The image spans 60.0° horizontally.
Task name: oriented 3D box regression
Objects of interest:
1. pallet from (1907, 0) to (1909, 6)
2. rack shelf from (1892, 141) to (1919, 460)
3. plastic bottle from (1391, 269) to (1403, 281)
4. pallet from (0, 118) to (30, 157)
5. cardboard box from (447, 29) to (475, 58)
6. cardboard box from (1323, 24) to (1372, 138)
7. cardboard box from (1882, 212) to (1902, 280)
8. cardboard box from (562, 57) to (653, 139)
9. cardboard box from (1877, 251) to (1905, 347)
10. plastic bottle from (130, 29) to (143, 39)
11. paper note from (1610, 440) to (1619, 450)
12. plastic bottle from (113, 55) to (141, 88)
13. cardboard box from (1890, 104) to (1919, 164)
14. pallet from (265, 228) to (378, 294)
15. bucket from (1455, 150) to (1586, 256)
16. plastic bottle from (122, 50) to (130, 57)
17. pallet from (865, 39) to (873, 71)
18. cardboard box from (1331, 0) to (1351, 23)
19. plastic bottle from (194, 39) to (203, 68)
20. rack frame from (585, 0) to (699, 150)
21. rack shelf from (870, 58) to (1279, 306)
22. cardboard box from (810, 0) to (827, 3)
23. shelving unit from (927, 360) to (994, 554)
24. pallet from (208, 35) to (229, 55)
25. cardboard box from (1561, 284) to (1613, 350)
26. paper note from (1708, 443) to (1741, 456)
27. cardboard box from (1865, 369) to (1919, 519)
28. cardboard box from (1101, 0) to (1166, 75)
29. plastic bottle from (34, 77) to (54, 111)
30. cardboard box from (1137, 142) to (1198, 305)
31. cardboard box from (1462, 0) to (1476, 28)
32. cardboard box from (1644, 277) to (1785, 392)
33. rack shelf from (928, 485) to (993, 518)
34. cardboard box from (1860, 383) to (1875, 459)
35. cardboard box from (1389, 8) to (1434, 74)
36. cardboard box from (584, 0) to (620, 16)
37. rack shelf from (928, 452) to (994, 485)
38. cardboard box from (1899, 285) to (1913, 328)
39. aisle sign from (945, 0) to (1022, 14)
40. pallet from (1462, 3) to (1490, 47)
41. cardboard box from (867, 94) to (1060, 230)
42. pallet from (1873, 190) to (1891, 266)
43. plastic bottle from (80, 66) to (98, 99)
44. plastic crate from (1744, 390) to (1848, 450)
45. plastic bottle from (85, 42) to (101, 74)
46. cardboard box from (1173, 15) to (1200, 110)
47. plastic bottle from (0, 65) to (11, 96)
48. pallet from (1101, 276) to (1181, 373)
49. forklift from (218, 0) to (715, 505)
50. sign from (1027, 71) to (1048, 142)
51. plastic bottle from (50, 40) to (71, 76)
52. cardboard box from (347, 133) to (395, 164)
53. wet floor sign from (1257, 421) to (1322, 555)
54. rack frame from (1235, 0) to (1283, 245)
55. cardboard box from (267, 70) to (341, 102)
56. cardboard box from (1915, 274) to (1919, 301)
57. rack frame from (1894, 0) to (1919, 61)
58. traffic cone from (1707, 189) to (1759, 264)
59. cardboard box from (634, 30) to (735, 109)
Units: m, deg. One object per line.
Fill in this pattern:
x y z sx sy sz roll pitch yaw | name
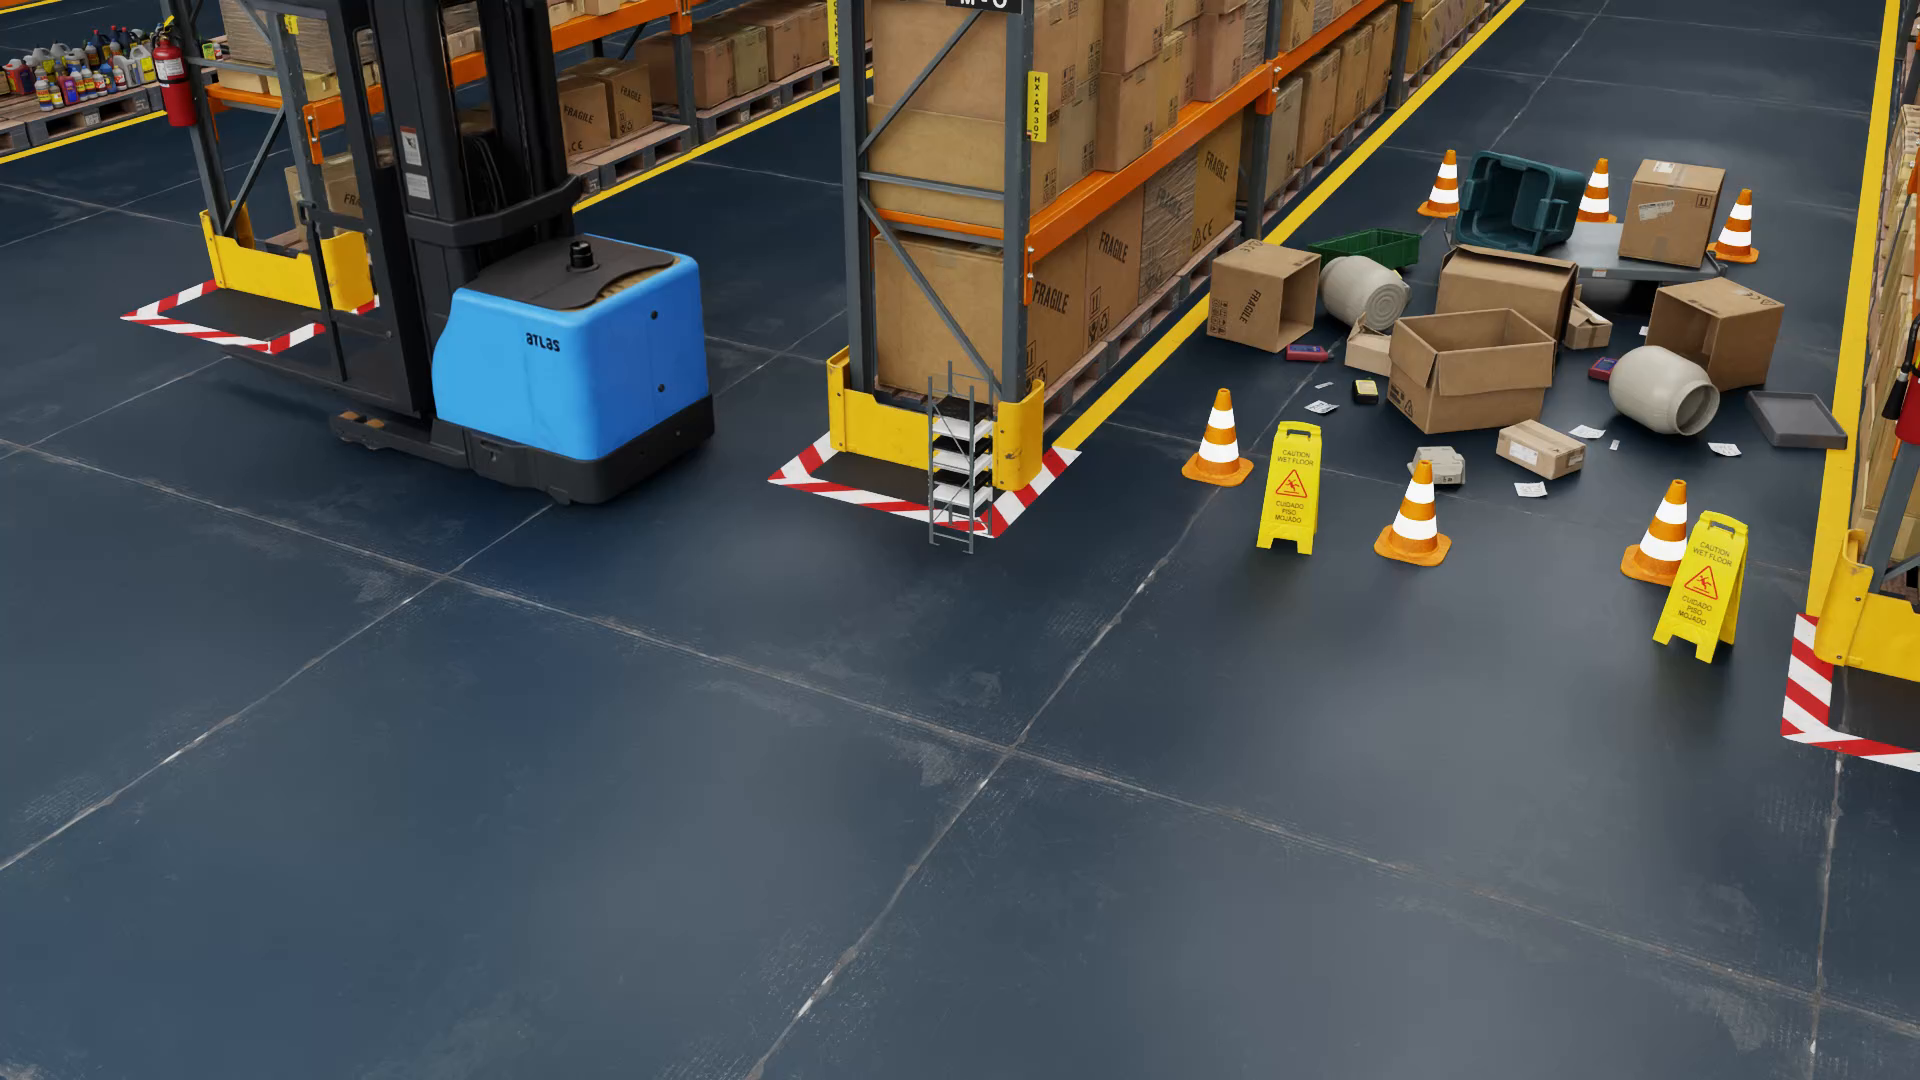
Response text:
11.320 -6.197 18.830 1.003 0.211 1.213 14 33 23 | pallet
5.237 -1.260 8.155 1.077 0.370 4.000 14 33 23 | rack shelf
2.913 -1.798 11.320 0.133 0.061 0.283 -1 30 -3 | plastic bottle
-8.538 -3.251 13.700 1.003 0.211 1.213 14 33 23 | pallet
-3.590 -3.453 11.503 0.380 0.149 0.250 14 33 23 | cardboard box
2.765 -3.879 13.830 1.050 0.750 0.750 15 33 24 | cardboard box
6.385 -1.735 10.476 0.950 0.372 0.625 15 33 24 | cardboard box
-2.892 -3.637 13.660 0.500 0.500 0.500 13 32 22 | cardboard box
5.406 -1.334 9.146 0.500 0.500 0.500 16 33 25 | cardboard box
-7.741 -4.649 15.627 0.152 0.276 0.135 16 33 25 | plastic bottle
3.605 -0.524 9.152 0.032 0.001 0.123 14 33 23 | paper note
-7.432 -4.190 14.828 0.152 0.276 0.135 15 33 24 | plastic bottle
7.704 -3.027 12.725 0.950 0.372 0.625 12 32 20 | cardboard box
-4.060 -2.110 11.713 1.003 0.211 1.213 14 33 23 | pallet
3.686 -2.193 10.818 0.620 0.611 0.726 -14 31 -42 | bucket
-7.457 -4.276 14.970 0.061 0.283 0.133 14 33 23 | plastic bottle
-1.209 -4.925 16.614 1.003 0.211 1.213 14 33 23 | pallet
2.634 -4.198 12.447 0.500 0.500 0.500 14 33 23 | cardboard box
-7.120 -4.522 15.330 0.144 0.351 0.185 13 32 22 | plastic bottle
-2.674 -4.707 13.435 1.000 3.000 0.127 14 33 23 | rack frame
0.784 -2.338 10.032 1.077 0.370 4.000 14 33 23 | rack shelf
-1.380 -5.037 16.077 0.700 0.500 0.500 12 32 19 | cardboard box
0.004 -0.394 8.032 0.258 0.900 0.210 14 33 23 | shelving unit
-6.760 -4.978 16.707 1.003 0.211 1.213 14 33 23 | pallet
3.866 -1.399 10.420 0.258 0.266 0.396 -7 31 -11 | cardboard box
4.186 -0.503 9.094 0.142 0.019 0.148 4 30 6 | paper note
4.459 -0.415 7.547 0.500 0.500 0.500 15 33 24 | cardboard box
0.621 -2.935 9.114 0.875 0.550 0.550 14 33 23 | cardboard box
-7.802 -3.798 14.150 0.097 0.271 0.097 0 30 0 | plastic bottle
0.940 -2.134 10.667 0.875 0.875 0.875 15 33 24 | cardboard box
4.993 -5.569 17.024 0.500 0.500 0.500 13 33 22 | cardboard box
4.449 -1.210 9.852 0.500 0.500 0.500 -12 32 -20 | cardboard box
0.004 -0.209 8.138 0.258 0.077 0.200 14 33 23 | rack shelf
4.931 -0.556 8.545 0.500 0.250 0.500 13 32 22 | cardboard box
4.067 -4.664 15.448 0.500 0.500 0.500 13 32 21 | cardboard box
-2.814 -4.094 12.620 0.380 0.149 0.250 14 33 23 | cardboard box
0.004 -0.365 8.049 0.258 0.077 0.200 14 33 23 | rack shelf
4.805 -1.101 8.091 0.380 0.149 0.250 16 33 25 | cardboard box
0.108 -2.792 7.489 0.394 0.787 0.004 14 33 23 | aisle sign
4.987 -5.529 17.666 1.003 0.211 1.213 14 33 23 | pallet
0.002 -2.004 8.576 0.875 0.550 0.550 14 33 23 | cardboard box
7.056 -2.138 11.761 1.003 0.211 1.213 14 33 23 | pallet
-7.600 -3.994 14.492 0.097 0.271 0.097 0 30 0 | plastic bottle
4.703 -0.683 9.359 0.402 0.080 0.583 4 30 6 | plastic crate
-7.940 -4.417 15.228 0.097 0.271 0.097 0 30 0 | plastic bottle
0.957 -2.974 10.267 0.875 0.550 0.550 14 33 23 | cardboard box
-8.422 -4.040 14.559 0.061 0.283 0.133 15 33 24 | plastic bottle
0.725 -1.466 10.590 1.003 0.211 1.213 14 33 23 | pallet
-2.882 -1.973 8.743 3.031 2.935 1.130 16 34 26 | forklift
0.365 -2.045 7.850 0.100 0.325 0.005 14 33 23 | sign
-8.100 -4.337 15.008 0.144 0.351 0.185 14 33 23 | plastic bottle
-3.955 -2.578 11.815 0.500 0.500 0.500 24 38 36 | cardboard box
1.623 -0.281 8.091 0.267 0.644 0.232 9 31 15 | wet floor sign
1.696 -3.537 11.397 1.000 3.000 0.127 14 33 23 | rack frame
-4.154 -2.897 10.535 0.380 0.149 0.250 14 33 23 | cardboard box
4.549 -1.158 7.507 0.380 0.149 0.250 15 33 24 | cardboard box
9.793 -6.005 15.696 1.000 3.000 0.127 14 33 23 | rack frame
5.467 -2.226 11.662 0.336 0.463 0.334 14 33 23 | traffic cone
-2.375 -4.081 14.413 0.700 0.500 0.500 12 32 20 | cardboard box
